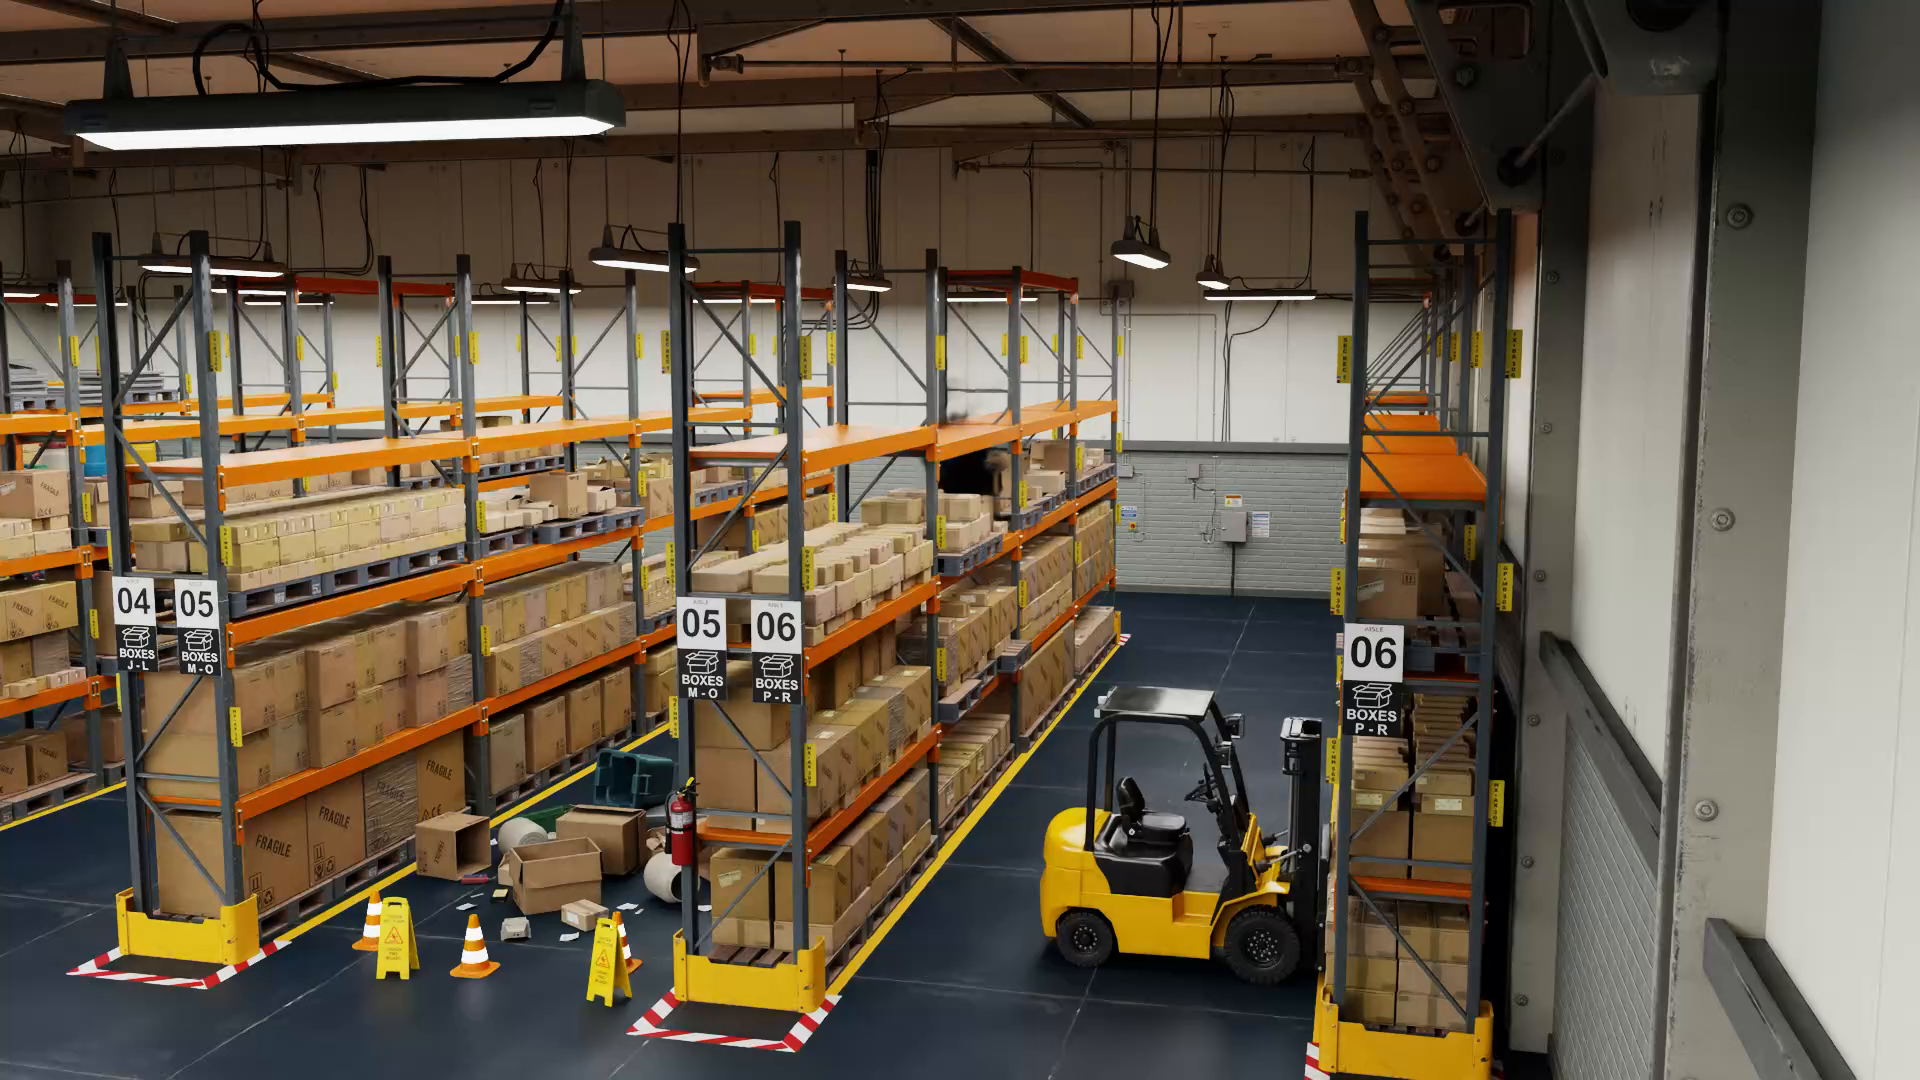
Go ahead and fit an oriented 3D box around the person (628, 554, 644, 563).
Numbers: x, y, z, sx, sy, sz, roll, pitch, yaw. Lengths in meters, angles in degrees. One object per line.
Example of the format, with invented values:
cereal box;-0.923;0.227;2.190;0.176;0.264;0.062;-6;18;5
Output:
person;-5.120;1.053;26.674;0.690;1.766;0.844;3;7;21
